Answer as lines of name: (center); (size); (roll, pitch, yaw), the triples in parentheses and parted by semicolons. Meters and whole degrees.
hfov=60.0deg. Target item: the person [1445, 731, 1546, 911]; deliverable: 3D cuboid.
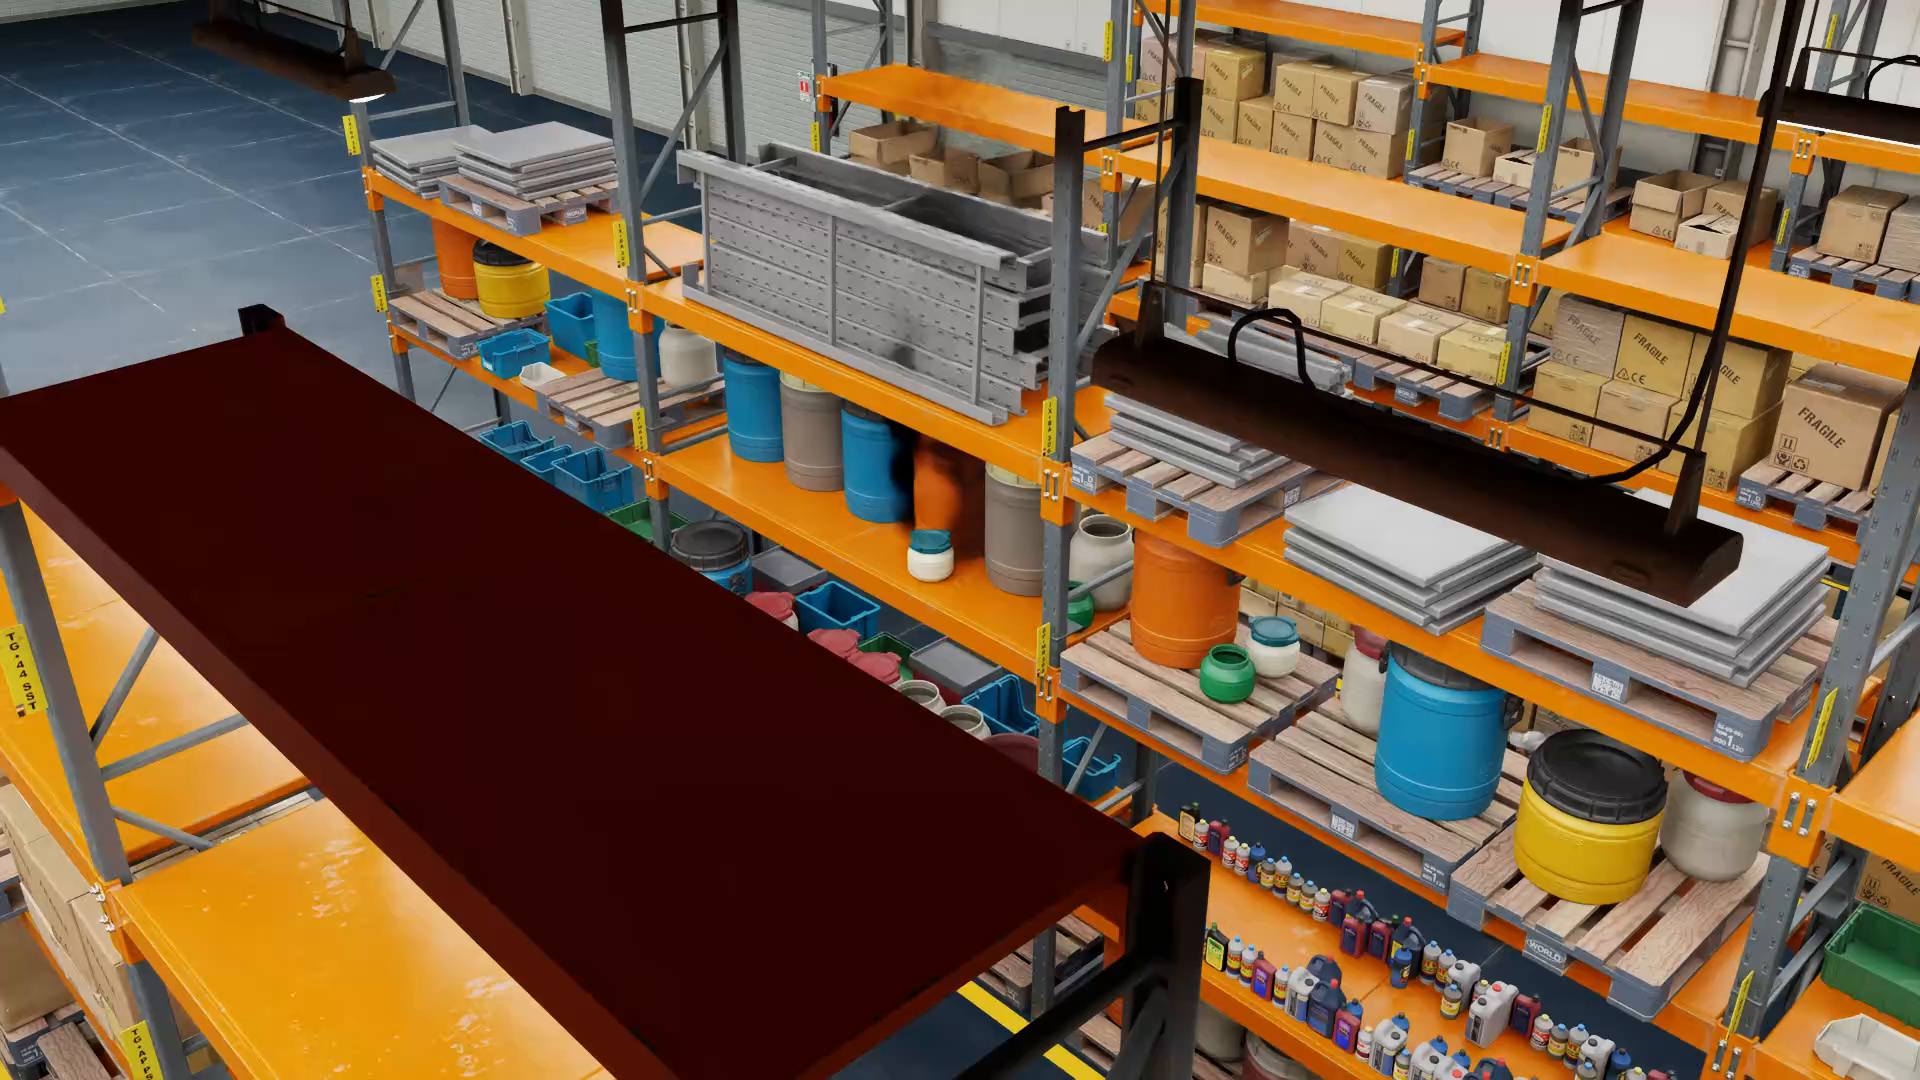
person: (3.834, 2.025, 11.371); (0.841, 1.667, 0.607); (19, 34, 32)
